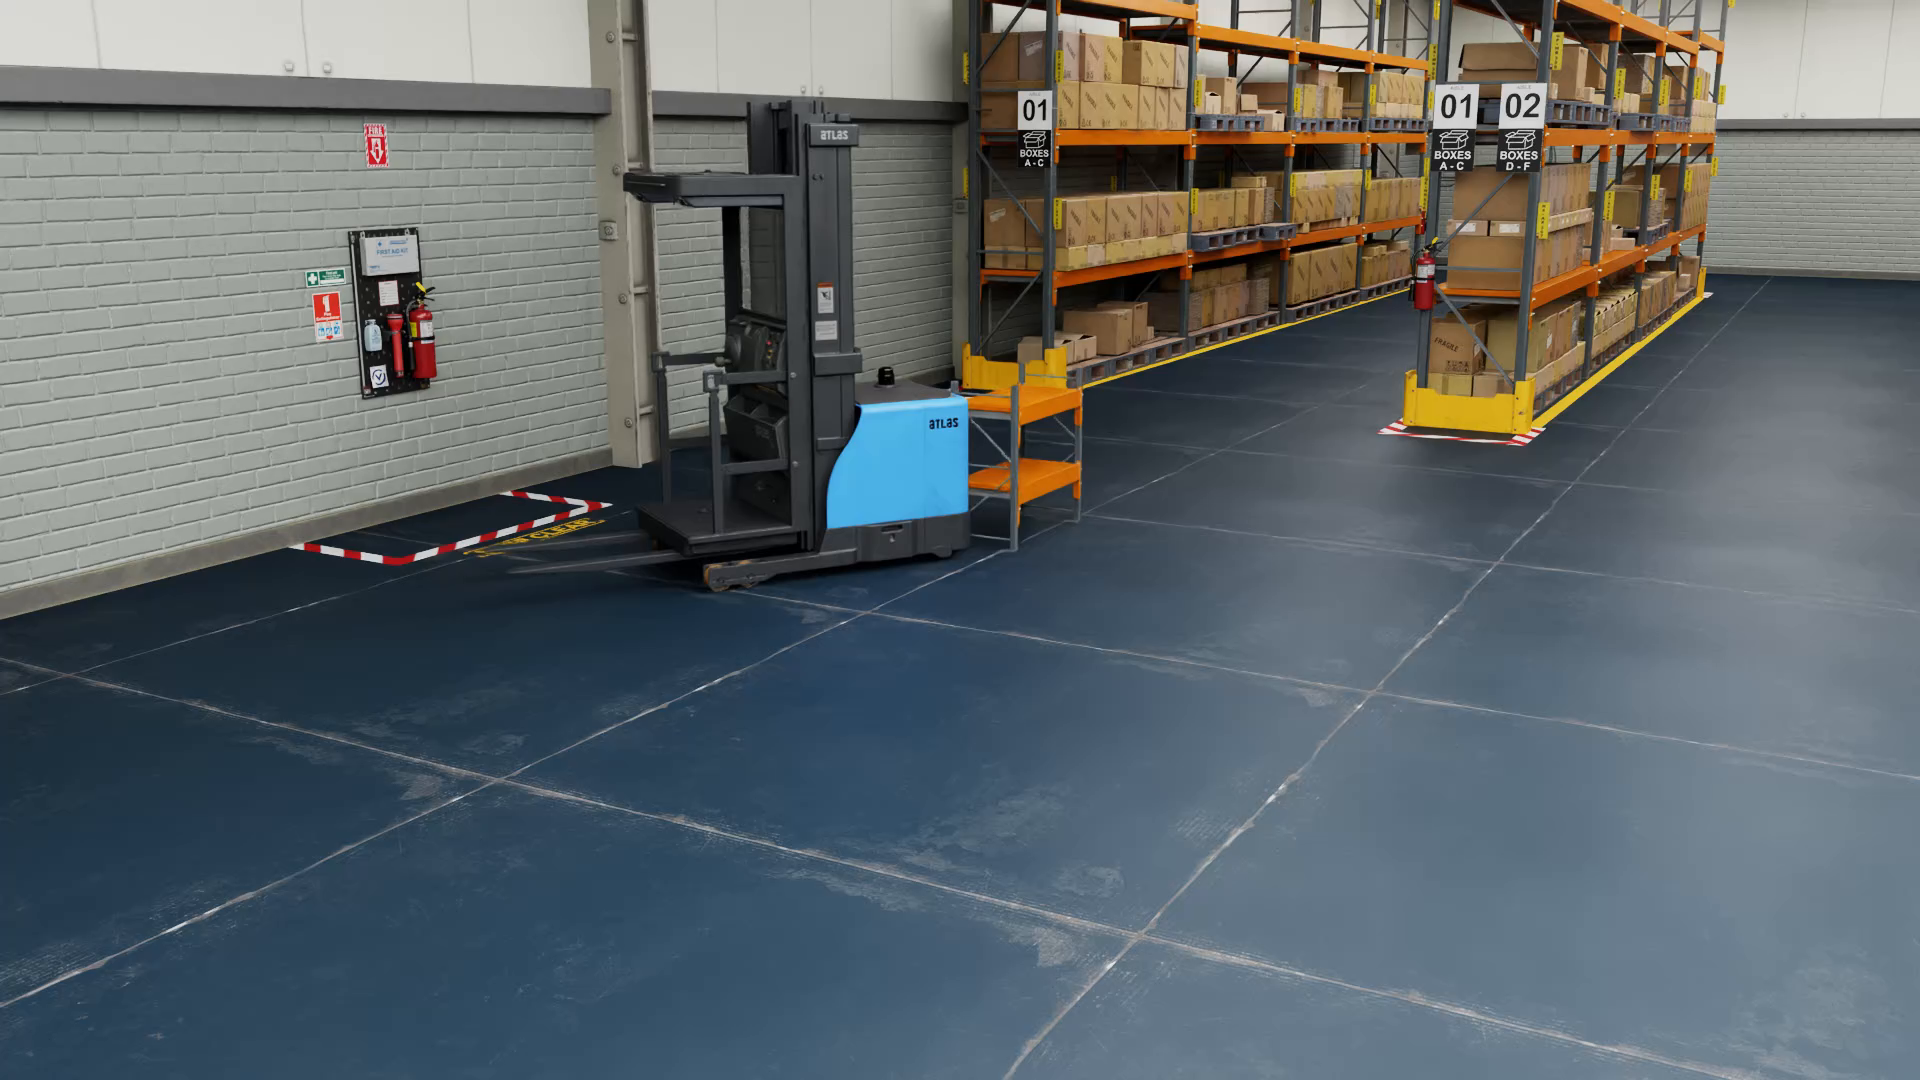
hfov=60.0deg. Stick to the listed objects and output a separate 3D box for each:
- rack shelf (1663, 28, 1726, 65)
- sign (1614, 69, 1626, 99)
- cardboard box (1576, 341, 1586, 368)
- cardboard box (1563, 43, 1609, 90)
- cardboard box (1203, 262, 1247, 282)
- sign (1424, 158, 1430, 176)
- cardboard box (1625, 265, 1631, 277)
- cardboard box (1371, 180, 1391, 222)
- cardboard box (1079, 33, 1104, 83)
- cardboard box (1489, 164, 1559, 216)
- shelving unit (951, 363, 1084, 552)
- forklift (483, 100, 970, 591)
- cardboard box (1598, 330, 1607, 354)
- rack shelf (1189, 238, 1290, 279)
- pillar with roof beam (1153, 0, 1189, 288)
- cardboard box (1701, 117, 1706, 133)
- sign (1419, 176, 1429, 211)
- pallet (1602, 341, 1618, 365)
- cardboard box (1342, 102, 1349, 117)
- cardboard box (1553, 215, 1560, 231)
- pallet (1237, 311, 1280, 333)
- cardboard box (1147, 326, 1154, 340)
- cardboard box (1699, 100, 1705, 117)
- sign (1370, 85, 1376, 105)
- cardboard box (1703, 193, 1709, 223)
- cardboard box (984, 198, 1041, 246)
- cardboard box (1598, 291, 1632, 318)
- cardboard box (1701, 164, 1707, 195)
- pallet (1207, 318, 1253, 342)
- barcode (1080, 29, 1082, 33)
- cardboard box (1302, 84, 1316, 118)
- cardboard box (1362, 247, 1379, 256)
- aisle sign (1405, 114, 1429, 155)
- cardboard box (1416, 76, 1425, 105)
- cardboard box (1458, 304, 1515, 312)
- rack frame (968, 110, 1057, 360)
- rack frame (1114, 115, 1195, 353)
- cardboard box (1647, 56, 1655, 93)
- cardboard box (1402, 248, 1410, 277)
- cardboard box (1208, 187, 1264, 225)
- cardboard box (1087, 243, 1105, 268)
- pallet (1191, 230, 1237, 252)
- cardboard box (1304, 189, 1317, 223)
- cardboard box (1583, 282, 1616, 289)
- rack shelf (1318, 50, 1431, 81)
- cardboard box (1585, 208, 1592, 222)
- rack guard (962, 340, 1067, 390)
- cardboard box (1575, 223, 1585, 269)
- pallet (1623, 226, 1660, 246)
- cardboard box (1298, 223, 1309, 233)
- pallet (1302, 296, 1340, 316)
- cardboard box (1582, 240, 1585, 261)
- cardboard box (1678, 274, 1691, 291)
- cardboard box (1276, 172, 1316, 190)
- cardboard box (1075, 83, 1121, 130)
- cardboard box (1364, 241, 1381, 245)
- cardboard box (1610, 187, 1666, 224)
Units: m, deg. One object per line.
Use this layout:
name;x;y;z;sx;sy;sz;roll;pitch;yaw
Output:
rack shelf;11.665;-7.990;27.016;1.077;0.370;4.000;7;15;28
sign;7.318;-5.059;18.444;0.100;0.325;0.005;7;15;28
cardboard box;6.798;-2.121;18.900;0.500;0.250;0.500;7;15;28
cardboard box;7.164;-5.449;19.160;0.500;0.500;0.500;8;15;29
cardboard box;3.794;-3.854;23.914;0.500;0.250;0.500;8;16;29
sign;8.762;-7.009;31.231;0.100;0.325;0.005;7;15;28
cardboard box;9.768;-4.101;24.938;0.500;0.250;0.500;7;15;28
cardboard box;6.994;-5.979;29.295;0.980;0.700;0.700;7;15;27
cardboard box;1.245;-5.264;18.180;0.500;0.500;0.500;7;15;27
cardboard box;5.652;-3.549;16.873;0.700;0.500;0.500;7;15;28
shelving unit;0.406;-0.599;11.620;0.538;1.125;1.048;7;15;28
forklift;-1.476;-1.249;10.462;3.031;2.935;1.130;-7;15;-27
cardboard box;7.491;-2.400;20.059;0.500;0.250;0.500;8;16;29
rack shelf;3.460;-3.994;23.236;1.077;0.370;4.000;7;15;28
pillar with roof beam;6.809;-7.014;21.427;9.100;9.000;0.400;7;15;28
cardboard box;11.877;-6.779;27.172;0.500;0.250;0.500;7;15;28
sign;4.429;-3.295;15.824;0.100;0.325;0.005;7;15;28
pallet;7.742;-2.424;21.139;1.003;0.211;1.213;7;15;28
cardboard box;6.486;-7.380;28.555;0.500;0.250;0.500;8;15;29
cardboard box;5.896;-3.237;16.963;0.380;0.149;0.250;7;15;27
pallet;4.048;-3.238;24.516;1.003;0.211;1.213;7;15;28
cardboard box;2.261;-2.657;21.261;0.380;0.166;0.250;5;15;21
cardboard box;11.643;-6.918;26.684;0.500;0.250;0.500;7;15;28
sign;6.840;-7.378;27.562;0.100;0.325;0.005;7;15;28
cardboard box;12.654;-5.761;28.816;0.500;0.500;0.500;8;16;30
cardboard box;0.601;-3.535;18.474;0.500;0.500;0.500;7;15;27
cardboard box;8.482;-3.091;21.729;0.500;0.311;0.500;7;15;27
cardboard box;12.168;-6.037;27.826;0.500;0.500;0.500;8;16;30
pallet;3.457;-2.989;23.482;1.003;0.211;1.213;7;15;28
barcode;1.445;-6.079;19.895;0.001;0.075;0.075;7;15;28
cardboard box;5.100;-6.808;25.819;0.700;0.500;0.500;8;16;31
cardboard box;7.137;-5.071;29.219;0.380;0.149;0.250;8;16;30
aisle sign;8.591;-7.640;31.277;0.394;0.787;0.004;7;15;28
cardboard box;8.179;-8.217;30.428;0.500;0.500;0.500;7;15;28
cardboard box;5.610;-2.237;17.785;0.500;0.500;0.500;7;15;28
rack frame;0.559;-3.113;18.046;1.000;3.000;0.127;7;15;28
rack frame;2.493;-3.934;21.450;1.000;3.000;0.127;7;15;28
cardboard box;9.228;-6.380;22.851;0.500;0.500;0.500;7;15;28
cardboard box;8.043;-5.230;31.263;0.700;0.500;0.500;7;15;28
cardboard box;3.962;-4.801;23.897;0.700;0.500;0.500;6;15;23
cardboard box;1.312;-3.222;18.775;0.500;0.250;0.500;7;15;26
pallet;2.990;-3.981;22.054;1.003;0.211;1.213;7;15;28
cardboard box;5.147;-5.134;25.539;0.500;0.500;0.500;8;16;30
cardboard box;9.011;-3.411;23.676;0.500;0.500;0.500;8;16;30
rack shelf;7.327;-8.357;29.388;1.077;0.370;4.000;7;15;28
cardboard box;6.887;-3.657;18.705;0.380;0.149;0.250;7;15;28
rack guard;0.596;-1.913;18.403;1.175;0.500;0.348;7;15;28
cardboard box;6.622;-3.330;18.732;0.700;0.500;0.500;7;15;27
pallet;9.031;-4.247;23.161;1.213;0.211;1.003;7;15;28
cardboard box;5.121;-4.779;25.449;0.380;0.149;0.250;8;16;30
pallet;5.465;-3.801;26.850;1.003;0.211;1.213;7;15;28
cardboard box;7.031;-3.406;19.582;0.500;0.250;0.500;9;16;32
cardboard box;12.099;-4.381;28.235;0.500;0.250;0.500;7;15;28
cardboard box;5.131;-5.496;25.440;0.500;0.250;0.500;7;15;27
cardboard box;1.478;-4.883;18.731;0.500;0.500;0.500;8;16;31
cardboard box;7.563;-5.438;30.743;0.380;0.149;0.250;8;15;29
cardboard box;9.898;-4.898;24.339;0.700;0.500;0.500;3;14;14
